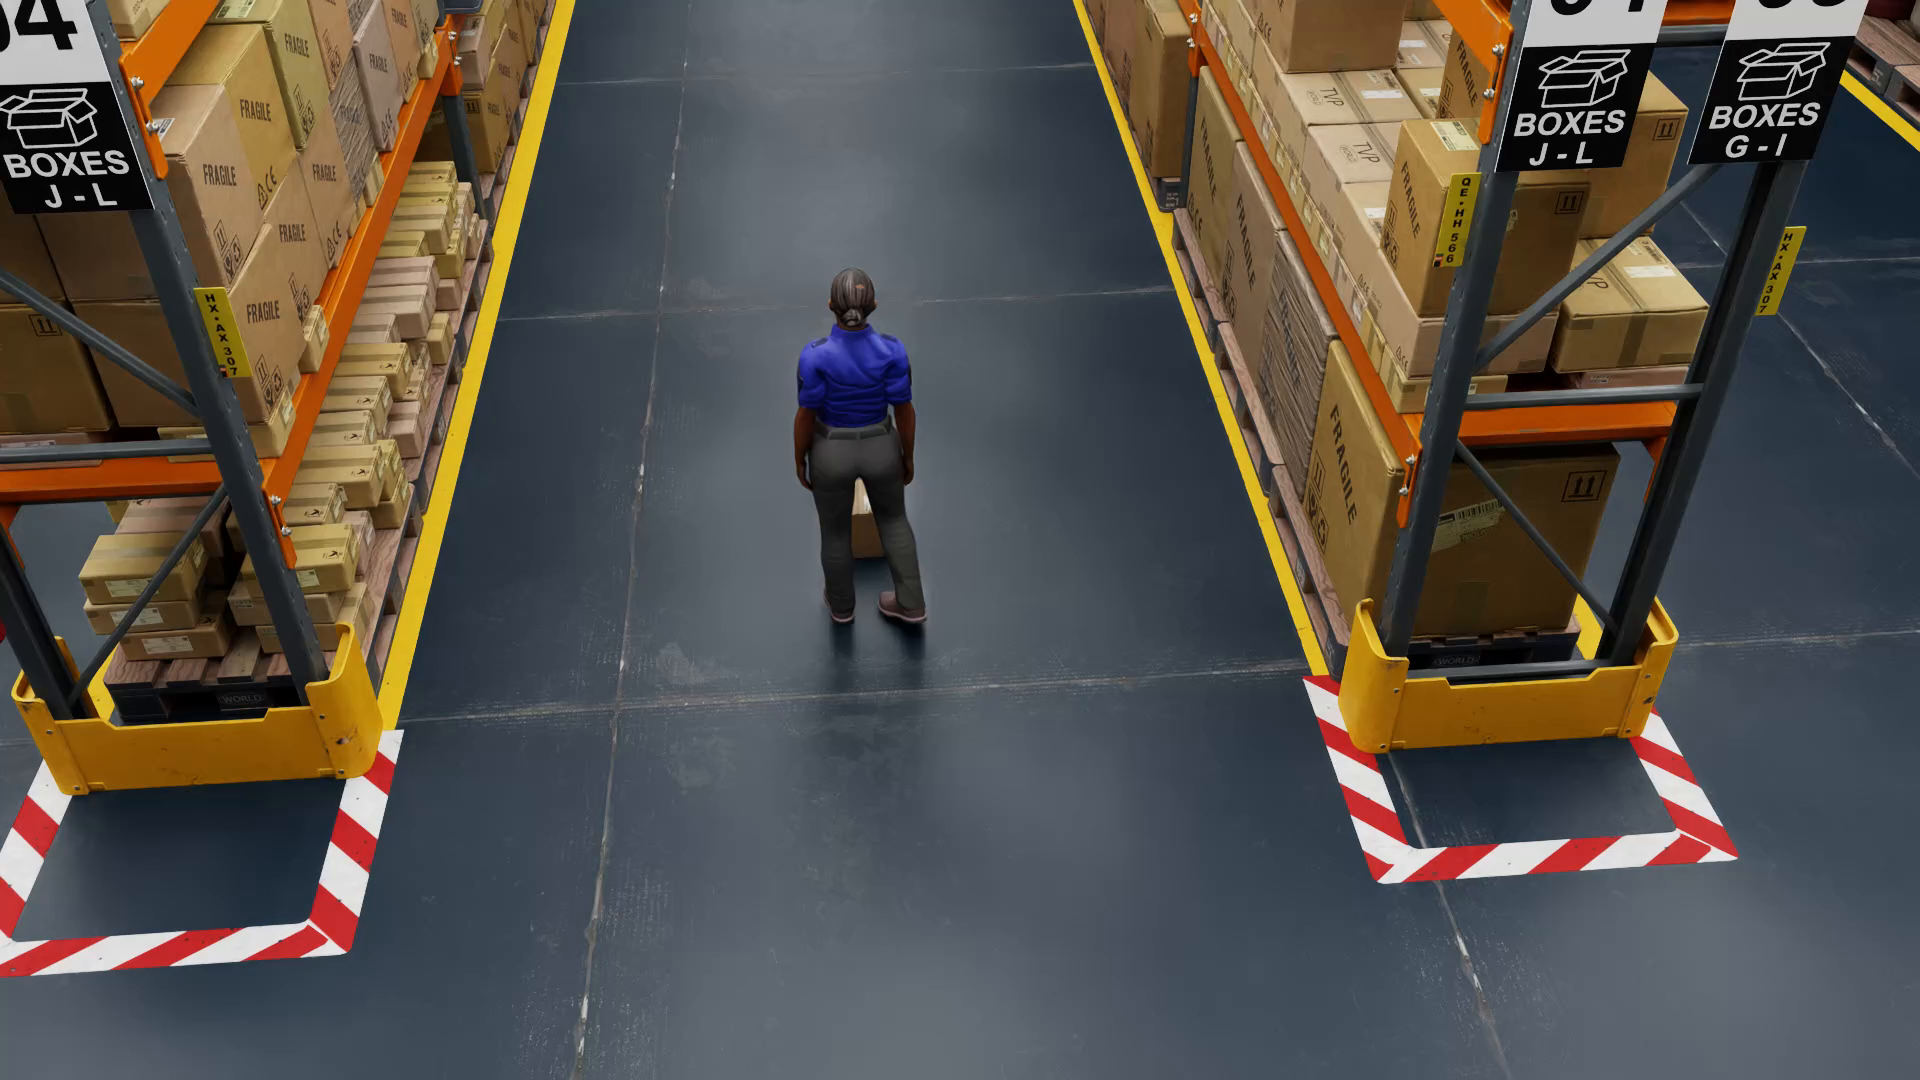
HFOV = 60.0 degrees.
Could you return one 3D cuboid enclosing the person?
[{"bbox_3d":[-0.411,-0.339,6.553,0.479,1.655,0.439,-8,40,-10],"label":"person"}]
